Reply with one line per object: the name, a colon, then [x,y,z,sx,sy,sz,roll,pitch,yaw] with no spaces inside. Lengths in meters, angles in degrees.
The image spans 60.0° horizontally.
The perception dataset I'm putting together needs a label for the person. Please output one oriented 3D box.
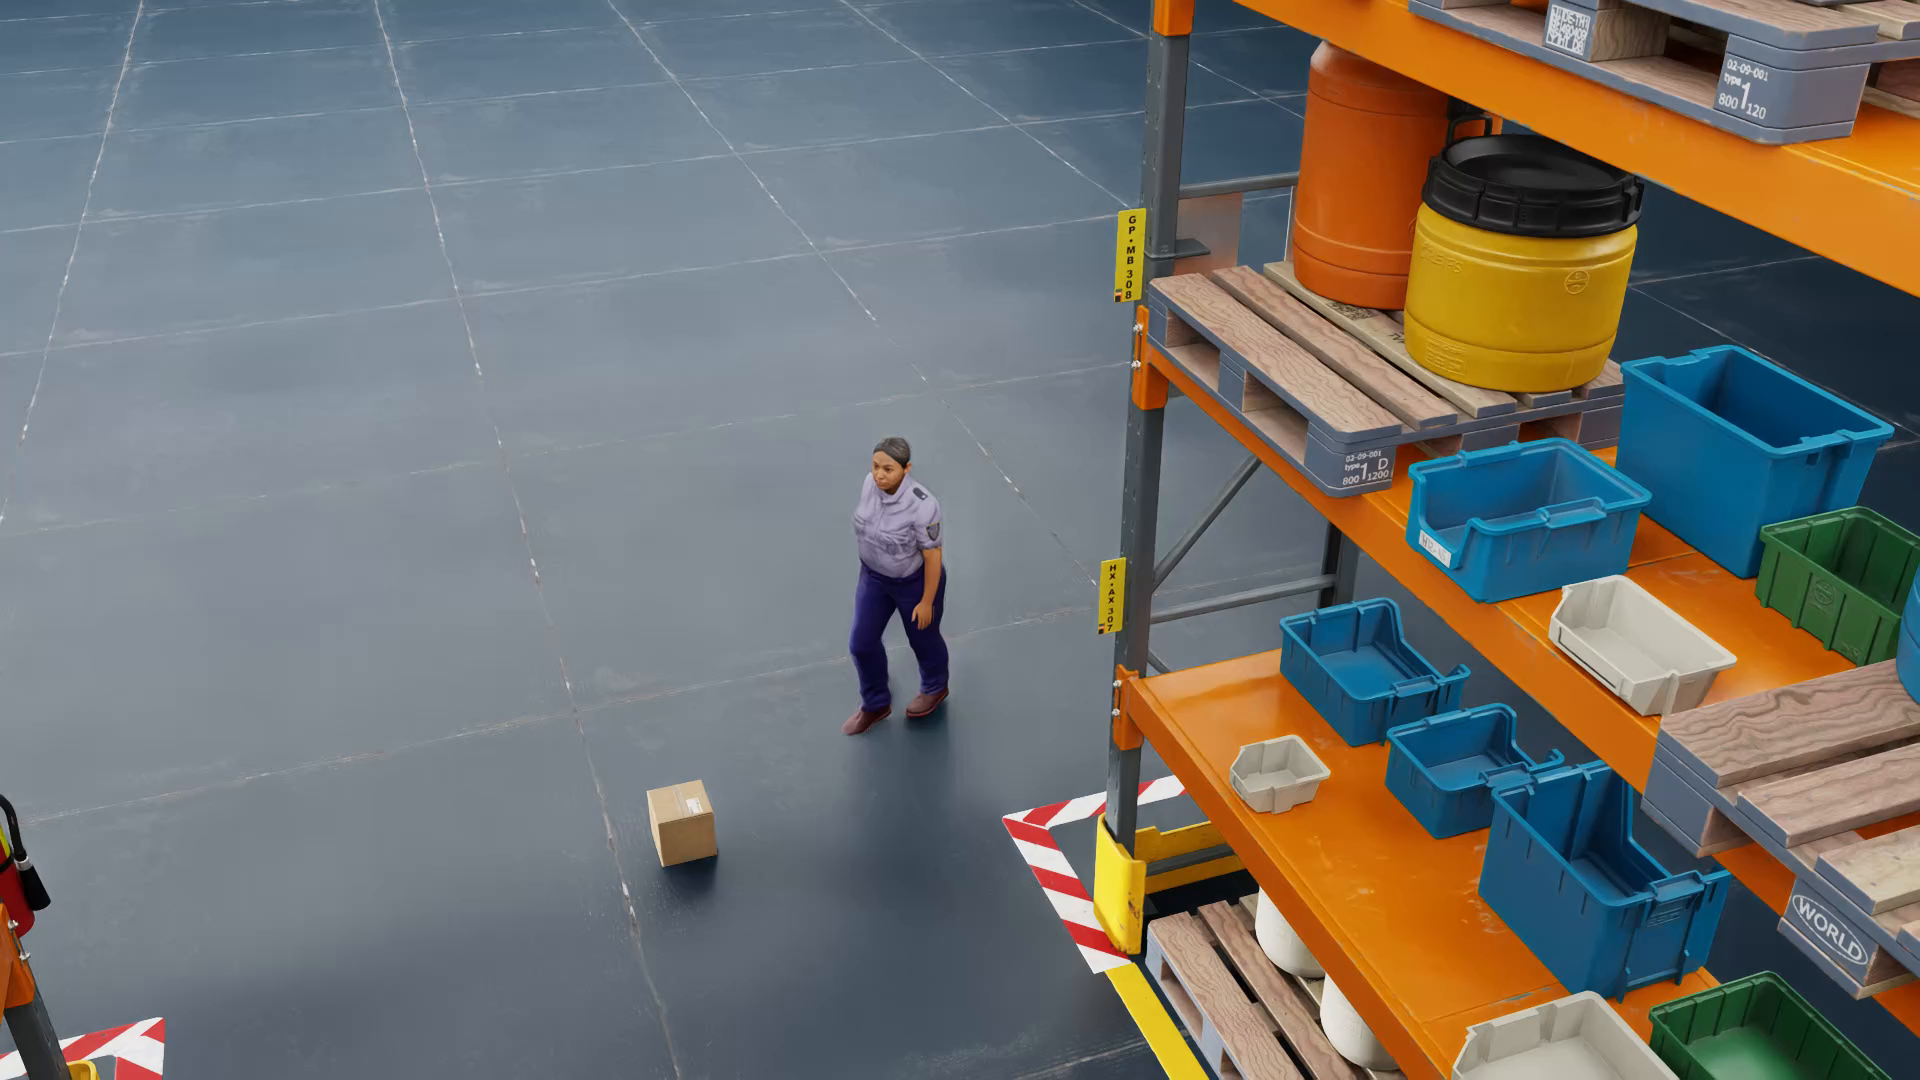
person: [-0.258,0.226,8.014,0.505,1.674,0.566,20,35,30]
